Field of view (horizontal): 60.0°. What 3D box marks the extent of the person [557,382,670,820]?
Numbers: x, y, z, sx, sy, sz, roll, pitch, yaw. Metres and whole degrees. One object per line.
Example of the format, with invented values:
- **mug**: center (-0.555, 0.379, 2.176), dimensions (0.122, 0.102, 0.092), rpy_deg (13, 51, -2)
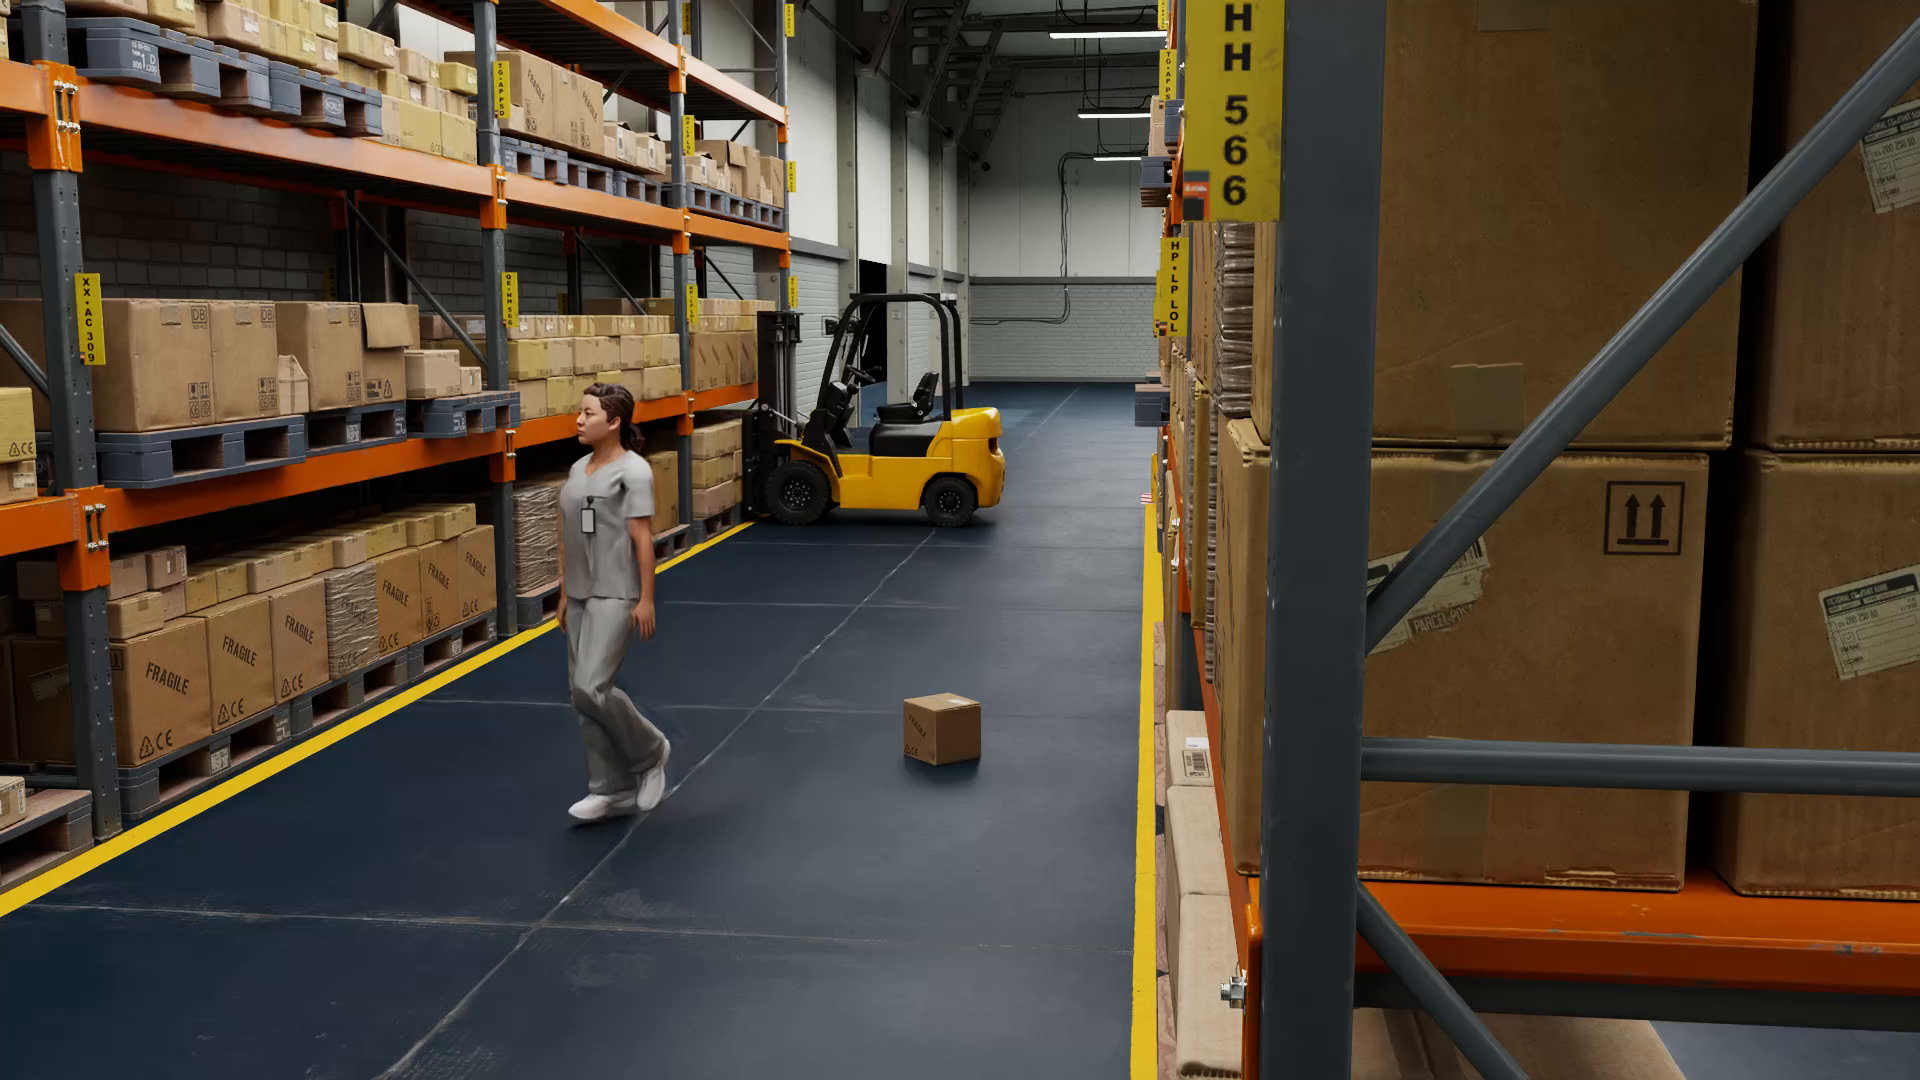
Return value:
- **person**: center (-1.365, 0.236, 6.344), dimensions (0.470, 1.666, 0.470), rpy_deg (6, 10, 40)
